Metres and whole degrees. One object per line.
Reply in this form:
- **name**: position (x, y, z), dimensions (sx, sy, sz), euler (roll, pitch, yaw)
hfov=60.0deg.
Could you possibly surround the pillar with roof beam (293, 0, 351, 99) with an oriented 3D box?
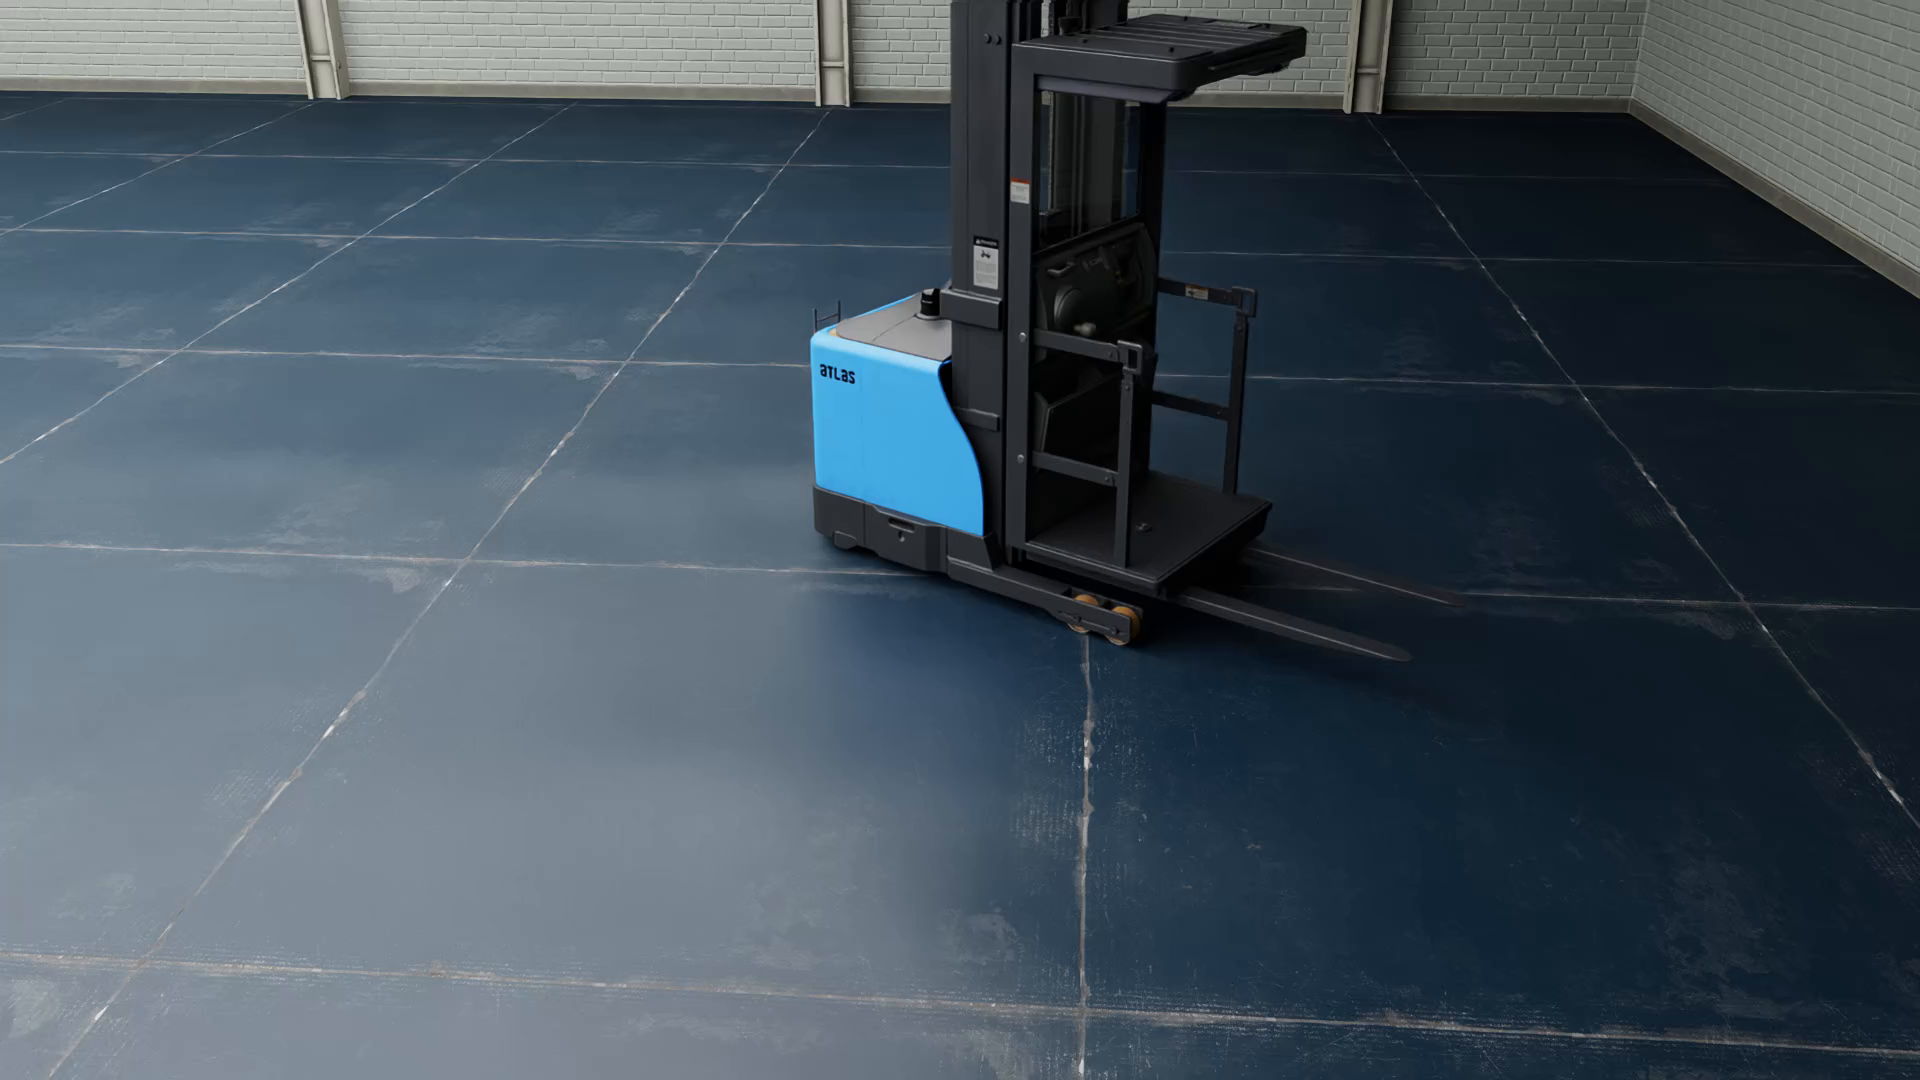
- **pillar with roof beam**: position (-7.755, -7.521, 13.830), dimensions (0.400, 9.000, 9.100), euler (2, 25, 4)

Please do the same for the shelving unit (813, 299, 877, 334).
- **shelving unit**: position (-0.566, -0.671, 8.453), dimensions (0.252, 1.050, 0.215), euler (17, 30, 32)

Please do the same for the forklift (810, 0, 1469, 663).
- **forklift**: position (0.770, -1.125, 7.188), dimensions (3.031, 2.935, 1.130), euler (17, 30, 32)

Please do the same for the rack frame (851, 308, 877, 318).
- **rack frame**: position (-0.468, -0.641, 8.387), dimensions (0.008, 1.050, 0.200), euler (17, 30, 32)

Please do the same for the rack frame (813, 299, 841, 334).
- **rack frame**: position (-0.665, -0.701, 8.518), dimensions (0.008, 1.050, 0.200), euler (17, 30, 32)

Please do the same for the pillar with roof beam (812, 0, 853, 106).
- **pillar with roof beam**: position (-1.773, -7.329, 13.413), dimensions (0.400, 9.000, 9.100), euler (2, 25, 4)

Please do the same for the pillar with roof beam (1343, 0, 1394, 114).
- **pillar with roof beam**: position (4.209, -7.137, 12.996), dimensions (0.400, 9.000, 9.100), euler (2, 25, 4)
